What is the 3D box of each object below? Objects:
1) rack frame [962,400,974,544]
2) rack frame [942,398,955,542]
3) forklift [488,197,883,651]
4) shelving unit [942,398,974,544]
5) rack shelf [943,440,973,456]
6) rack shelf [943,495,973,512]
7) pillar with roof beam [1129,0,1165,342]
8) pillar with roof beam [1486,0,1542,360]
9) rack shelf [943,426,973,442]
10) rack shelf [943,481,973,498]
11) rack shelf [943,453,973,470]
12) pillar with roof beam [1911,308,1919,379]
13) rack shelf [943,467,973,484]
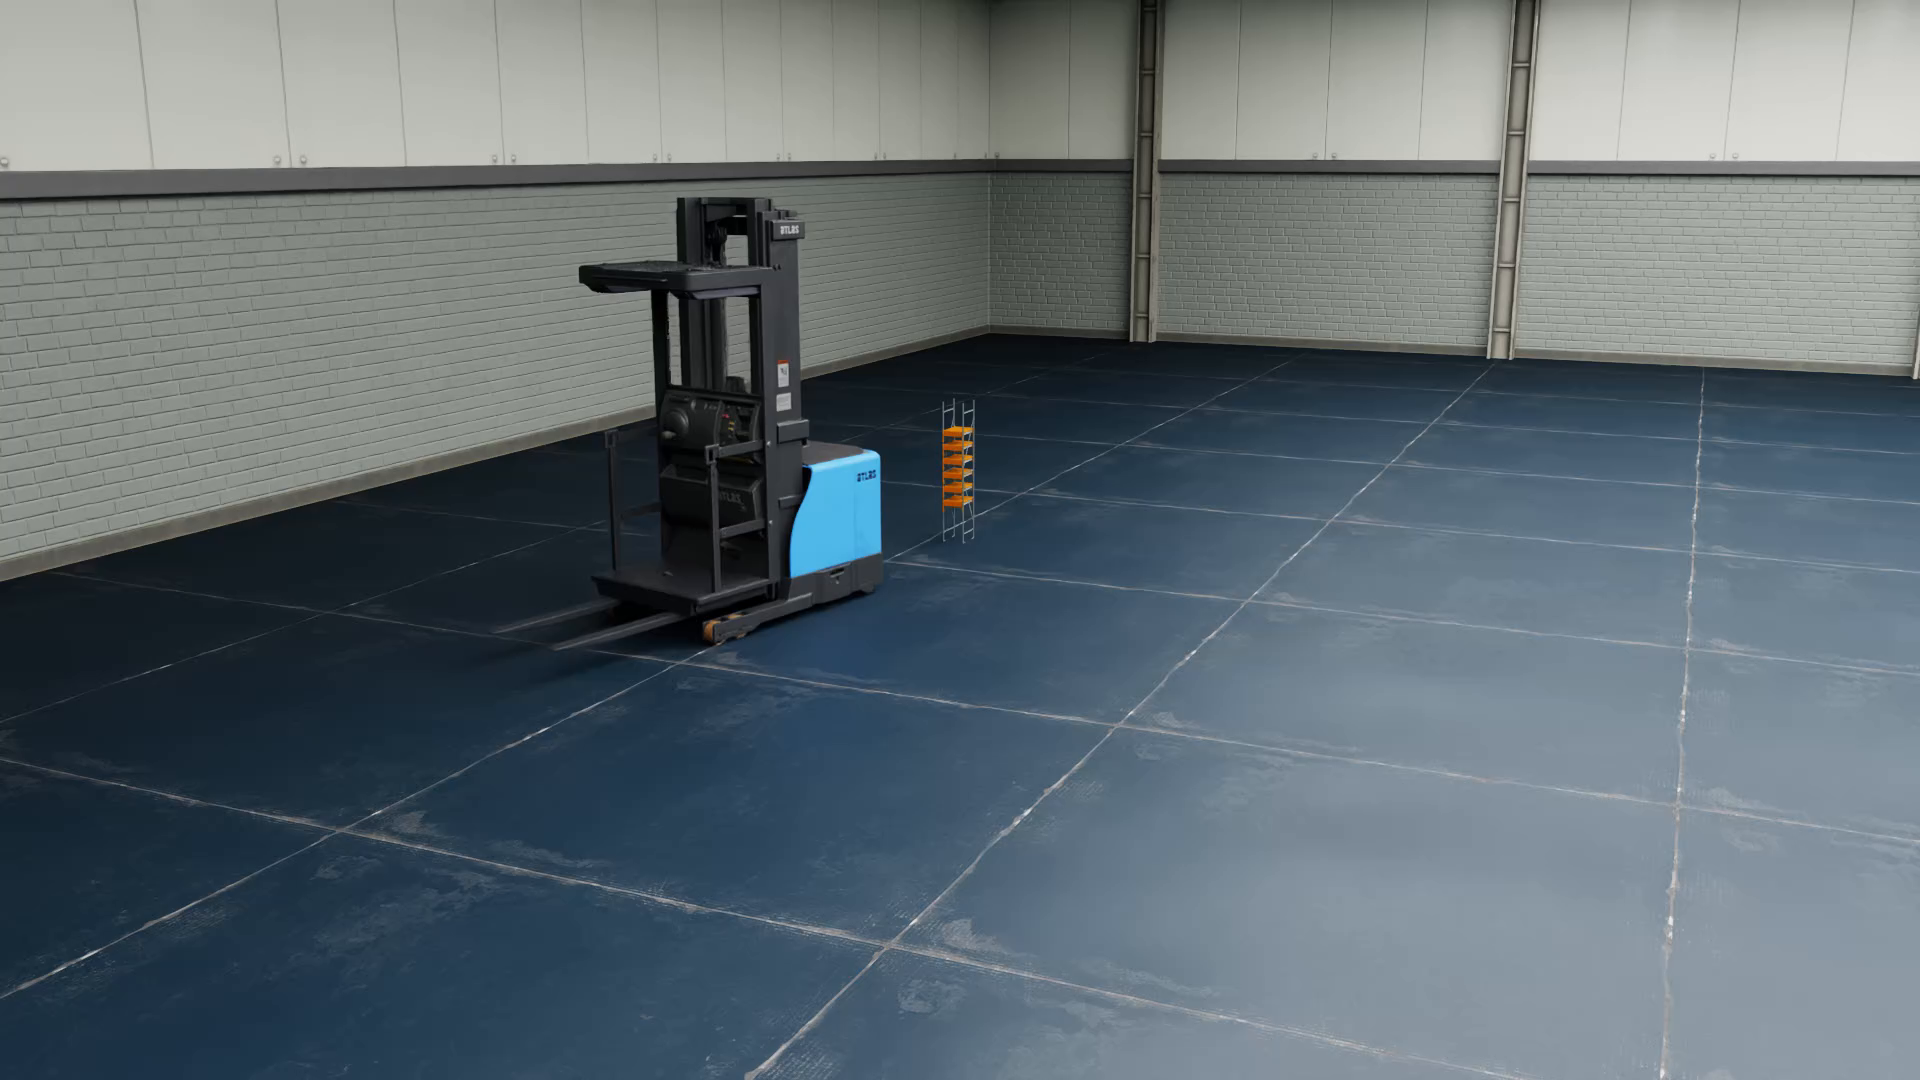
[{"bbox_3d":[0.070,-0.577,14.087,0.006,1.200,0.240,6,14,23],"label":"rack frame"},{"bbox_3d":[-0.097,-0.594,14.160,0.006,1.200,0.240,6,14,23],"label":"rack frame"},{"bbox_3d":[-1.874,-0.845,11.438,1.130,2.935,3.031,10,16,36],"label":"forklift"},{"bbox_3d":[-0.013,-0.585,14.123,0.189,1.200,0.258,6,14,23],"label":"shelving unit"},{"bbox_3d":[-0.013,-0.776,14.079,0.180,0.103,0.258,6,14,23],"label":"rack shelf"},{"bbox_3d":[-0.013,-0.309,14.188,0.180,0.103,0.258,6,14,23],"label":"rack shelf"},{"bbox_3d":[1.456,-6.964,24.235,0.400,9.000,9.100,6,14,23],"label":"pillar with roof beam"},{"bbox_3d":[6.942,-6.409,21.869,0.400,9.000,9.100,6,14,23],"label":"pillar with roof beam"},{"bbox_3d":[-0.013,-0.893,14.051,0.180,0.103,0.258,6,14,23],"label":"rack shelf"},{"bbox_3d":[-0.013,-0.425,14.161,0.180,0.103,0.258,6,14,23],"label":"rack shelf"},{"bbox_3d":[-0.013,-0.659,14.106,0.180,0.103,0.258,6,14,23],"label":"rack shelf"},{"bbox_3d":[12.427,-5.854,19.503,0.400,9.000,9.100,6,14,23],"label":"pillar with roof beam"},{"bbox_3d":[-0.013,-0.542,14.134,0.180,0.103,0.258,6,14,23],"label":"rack shelf"}]
